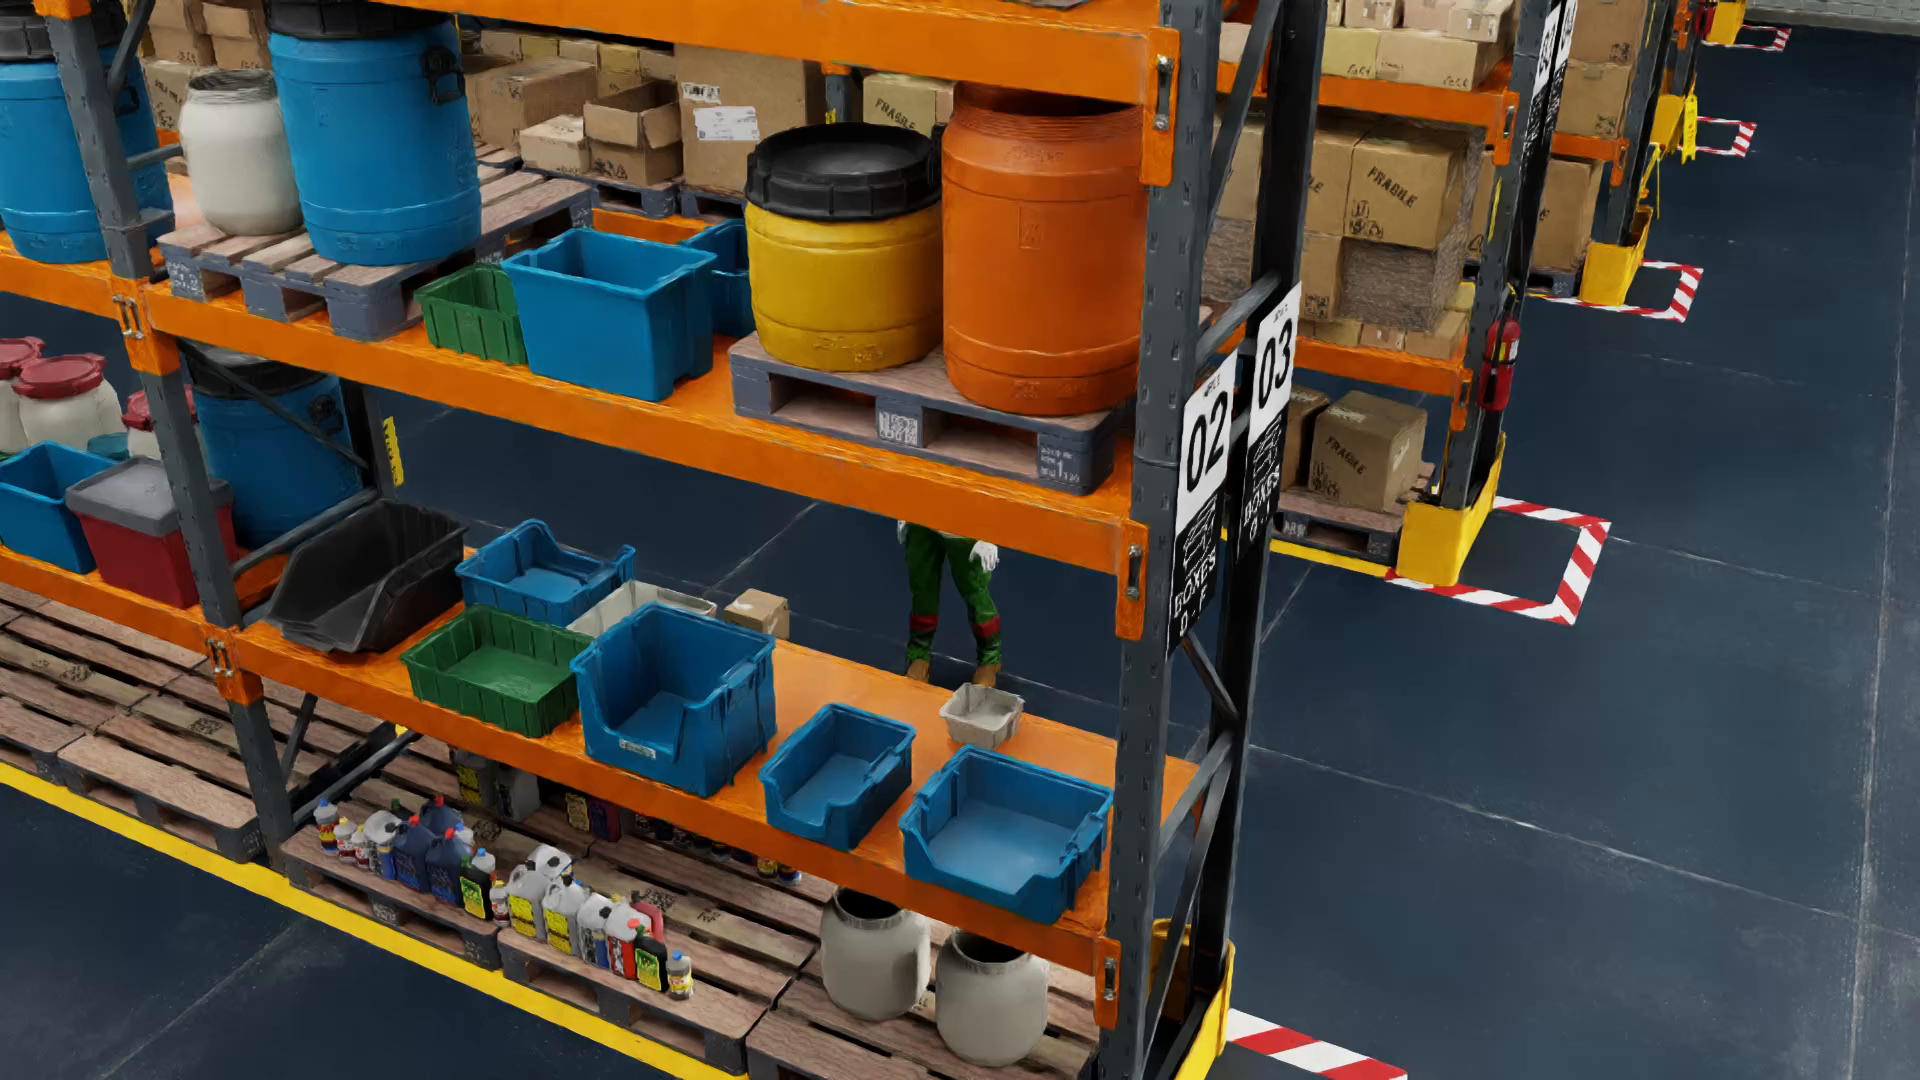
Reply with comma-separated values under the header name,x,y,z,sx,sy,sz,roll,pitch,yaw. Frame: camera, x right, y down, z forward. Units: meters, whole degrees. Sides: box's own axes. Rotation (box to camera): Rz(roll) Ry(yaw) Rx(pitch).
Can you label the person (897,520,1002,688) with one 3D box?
name,x,y,z,sx,sy,sz,roll,pitch,yaw
person,-0.068,-0.052,8.321,0.575,1.792,0.525,24,38,36
